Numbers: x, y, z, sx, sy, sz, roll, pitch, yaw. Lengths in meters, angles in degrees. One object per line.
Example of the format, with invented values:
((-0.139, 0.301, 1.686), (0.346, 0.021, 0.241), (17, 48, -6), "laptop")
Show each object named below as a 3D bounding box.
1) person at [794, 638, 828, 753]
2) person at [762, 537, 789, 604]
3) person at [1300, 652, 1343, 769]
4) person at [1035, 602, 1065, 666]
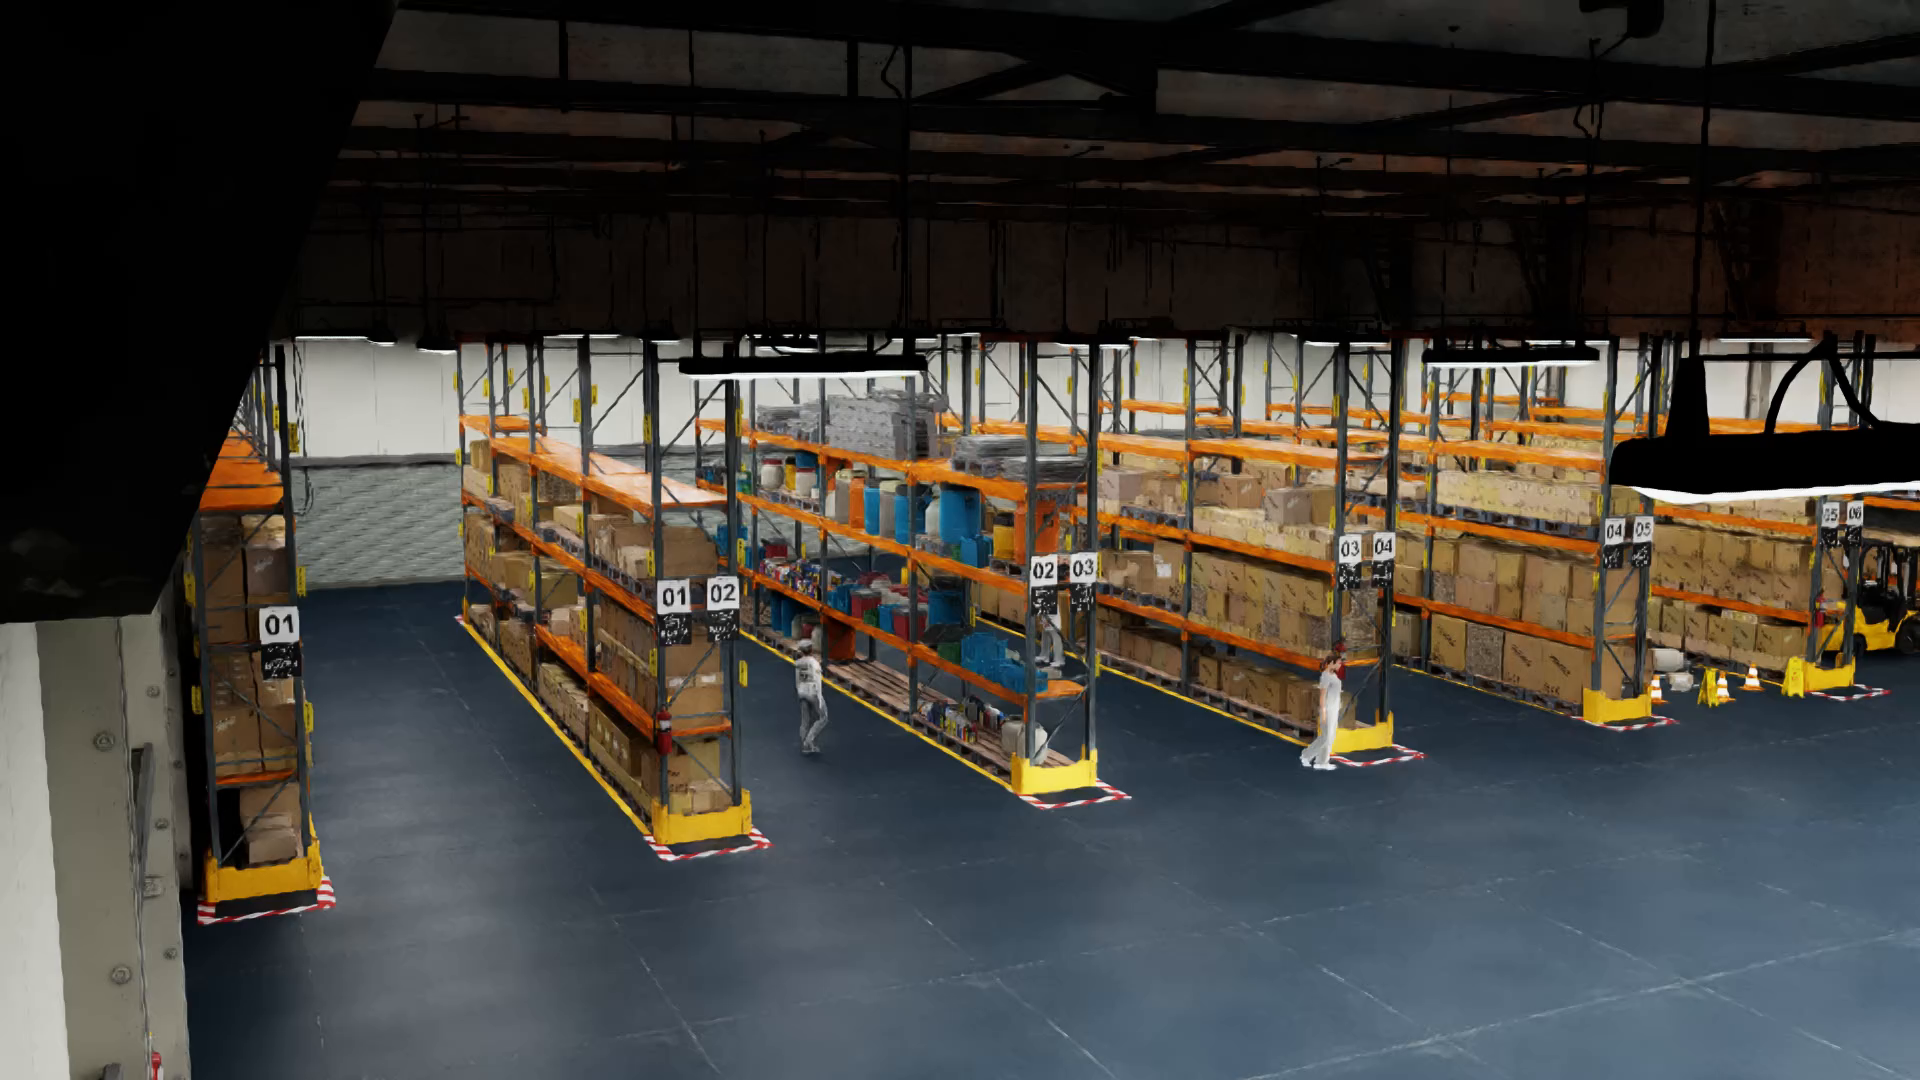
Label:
((-2.191, 2.266, 24.072), (0.517, 1.675, 0.414), (6, 10, 36), "person")
((-3.906, 0.716, 35.782), (0.622, 1.596, 0.822), (-7, 10, -41), "person")
((5.049, 2.395, 23.233), (0.501, 1.655, 0.633), (4, 9, 28), "person")
((1.593, 1.368, 30.202), (0.629, 1.773, 0.677), (0, 8, -2), "person")
